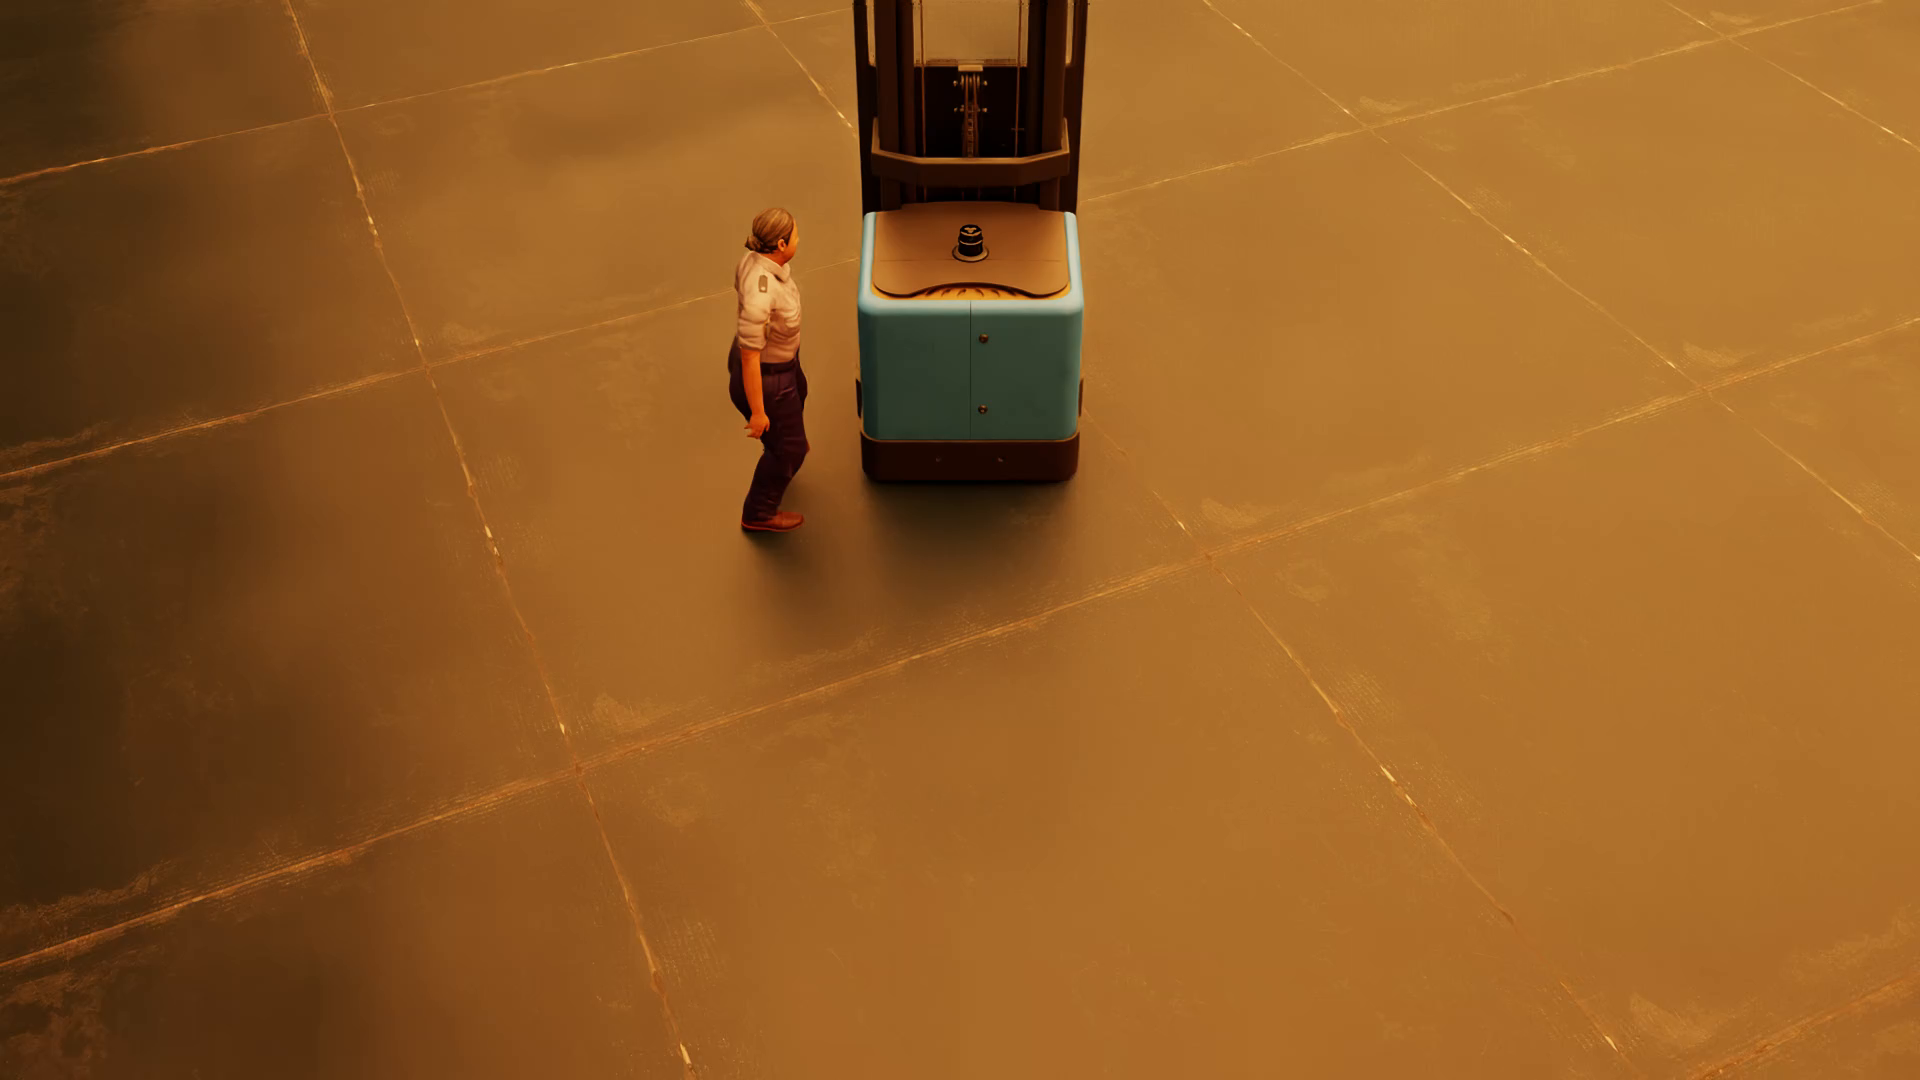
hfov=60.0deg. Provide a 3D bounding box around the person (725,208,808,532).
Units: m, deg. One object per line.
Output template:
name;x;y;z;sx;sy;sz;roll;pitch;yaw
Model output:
person;-0.878;-0.776;7.488;0.378;1.619;0.816;-7;43;-7

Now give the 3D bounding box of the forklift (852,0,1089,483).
forklift;0.048;-2.325;8.171;1.130;2.935;3.031;0;43;0
